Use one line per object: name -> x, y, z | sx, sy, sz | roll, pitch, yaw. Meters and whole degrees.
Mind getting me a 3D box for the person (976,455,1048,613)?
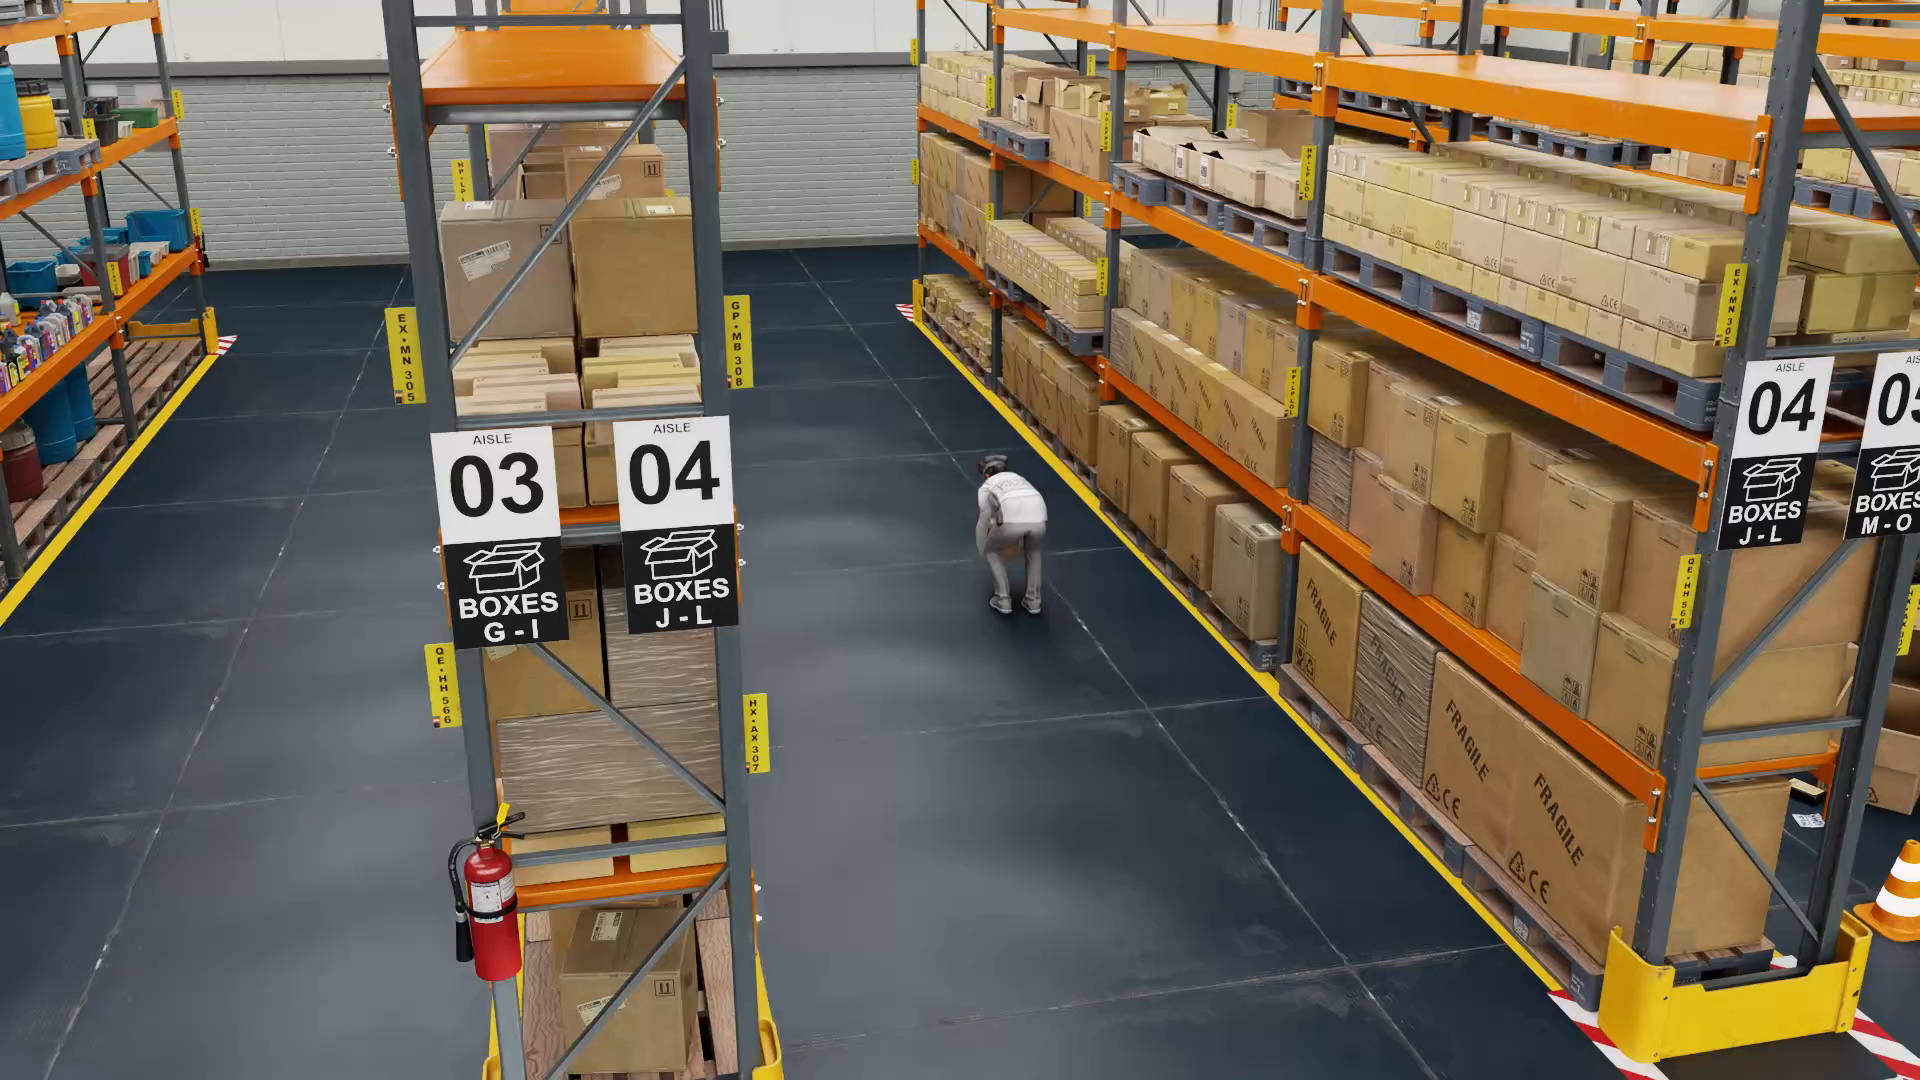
person -> 0.375, -0.041, 12.544 | 0.445, 1.086, 0.919 | -6, 20, -15
